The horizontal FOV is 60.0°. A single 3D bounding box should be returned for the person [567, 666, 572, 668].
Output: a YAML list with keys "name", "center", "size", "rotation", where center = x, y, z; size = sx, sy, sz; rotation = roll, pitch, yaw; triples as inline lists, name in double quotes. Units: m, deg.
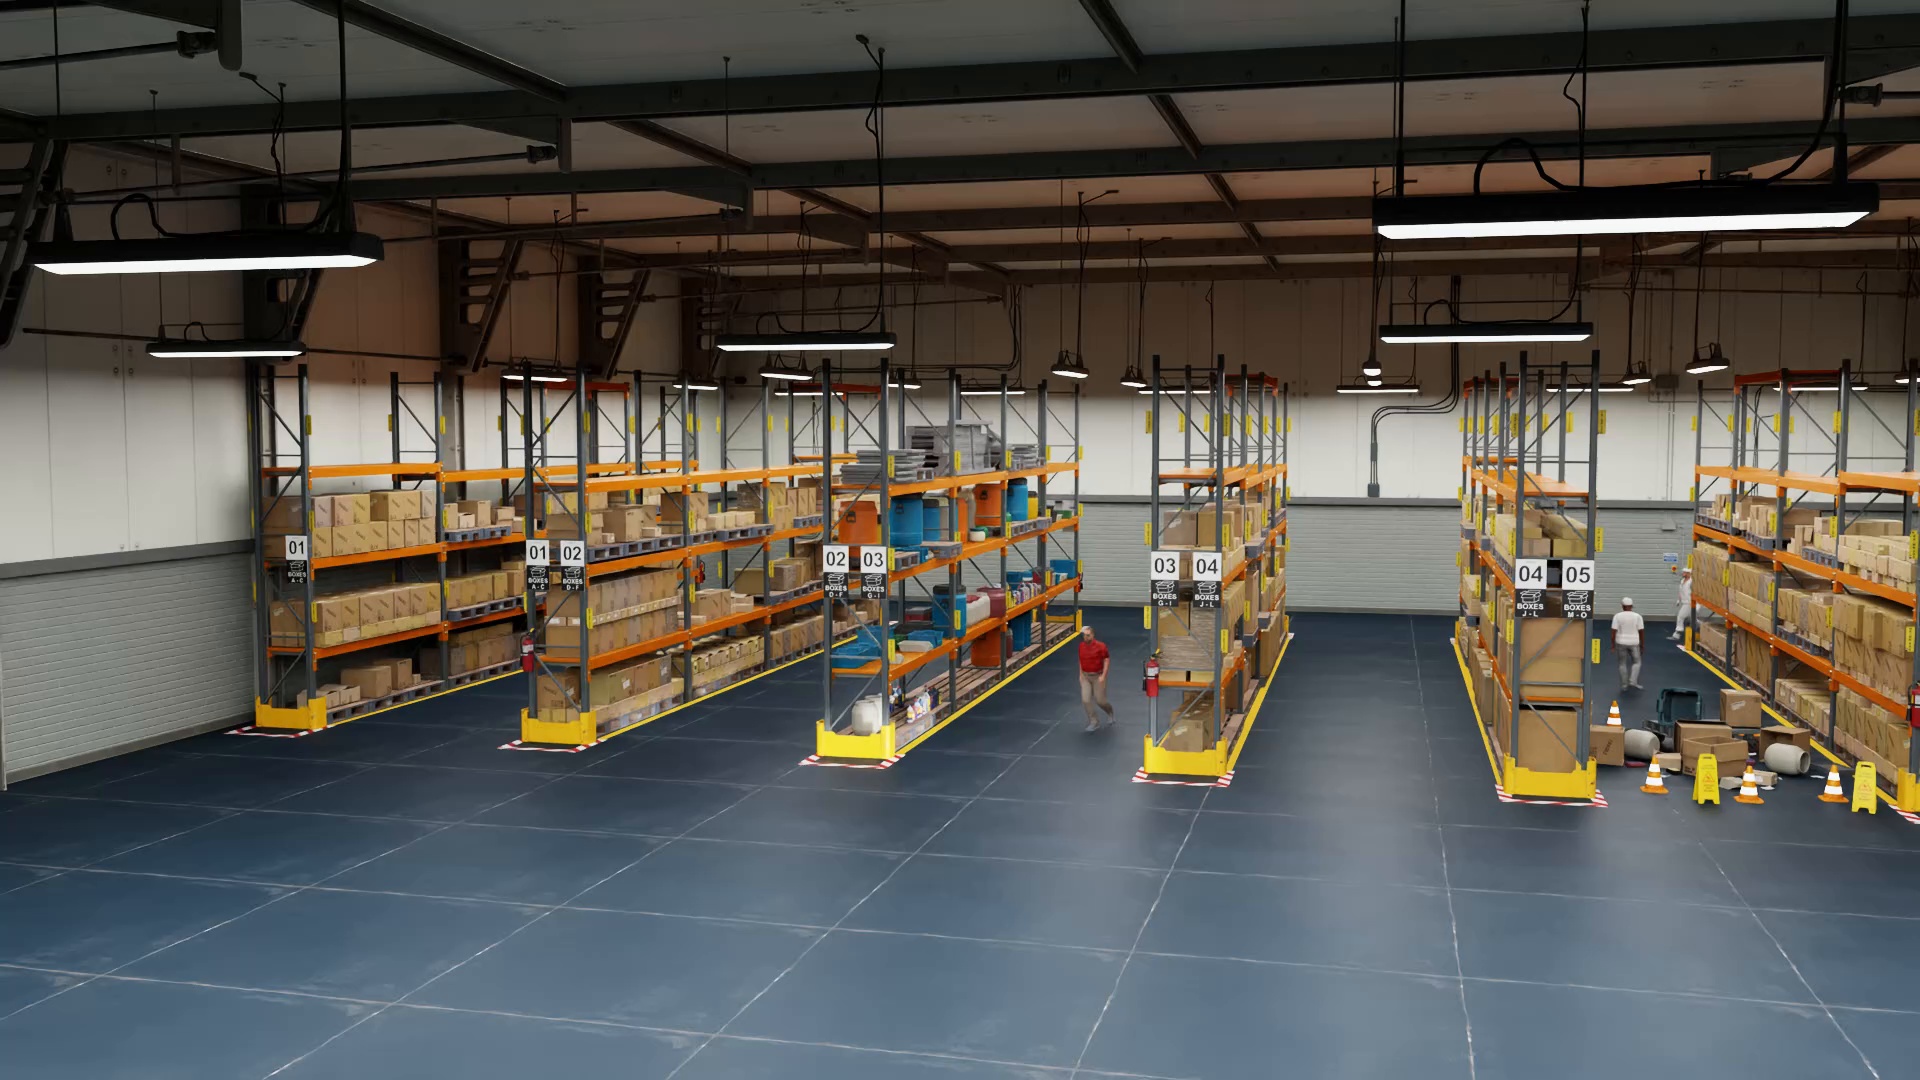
- name: "person"
  center: [-7.744, 1.880, 33.526]
  size: [0.481, 1.674, 0.744]
  rotation: [-1, 4, -10]

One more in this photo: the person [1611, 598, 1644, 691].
- name: "person"
  center: [12.570, 1.969, 31.315]
  size: [0.595, 1.767, 0.547]
  rotation: [2, 4, 21]

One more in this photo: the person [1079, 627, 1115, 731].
- name: "person"
  center: [2.259, 2.268, 27.451]
  size: [0.596, 1.701, 0.669]
  rotation: [2, 5, 32]

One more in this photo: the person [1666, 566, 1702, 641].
- name: "person"
  center: [16.883, 1.472, 38.501]
  size: [1.046, 1.751, 0.546]
  rotation: [0, 4, 5]
